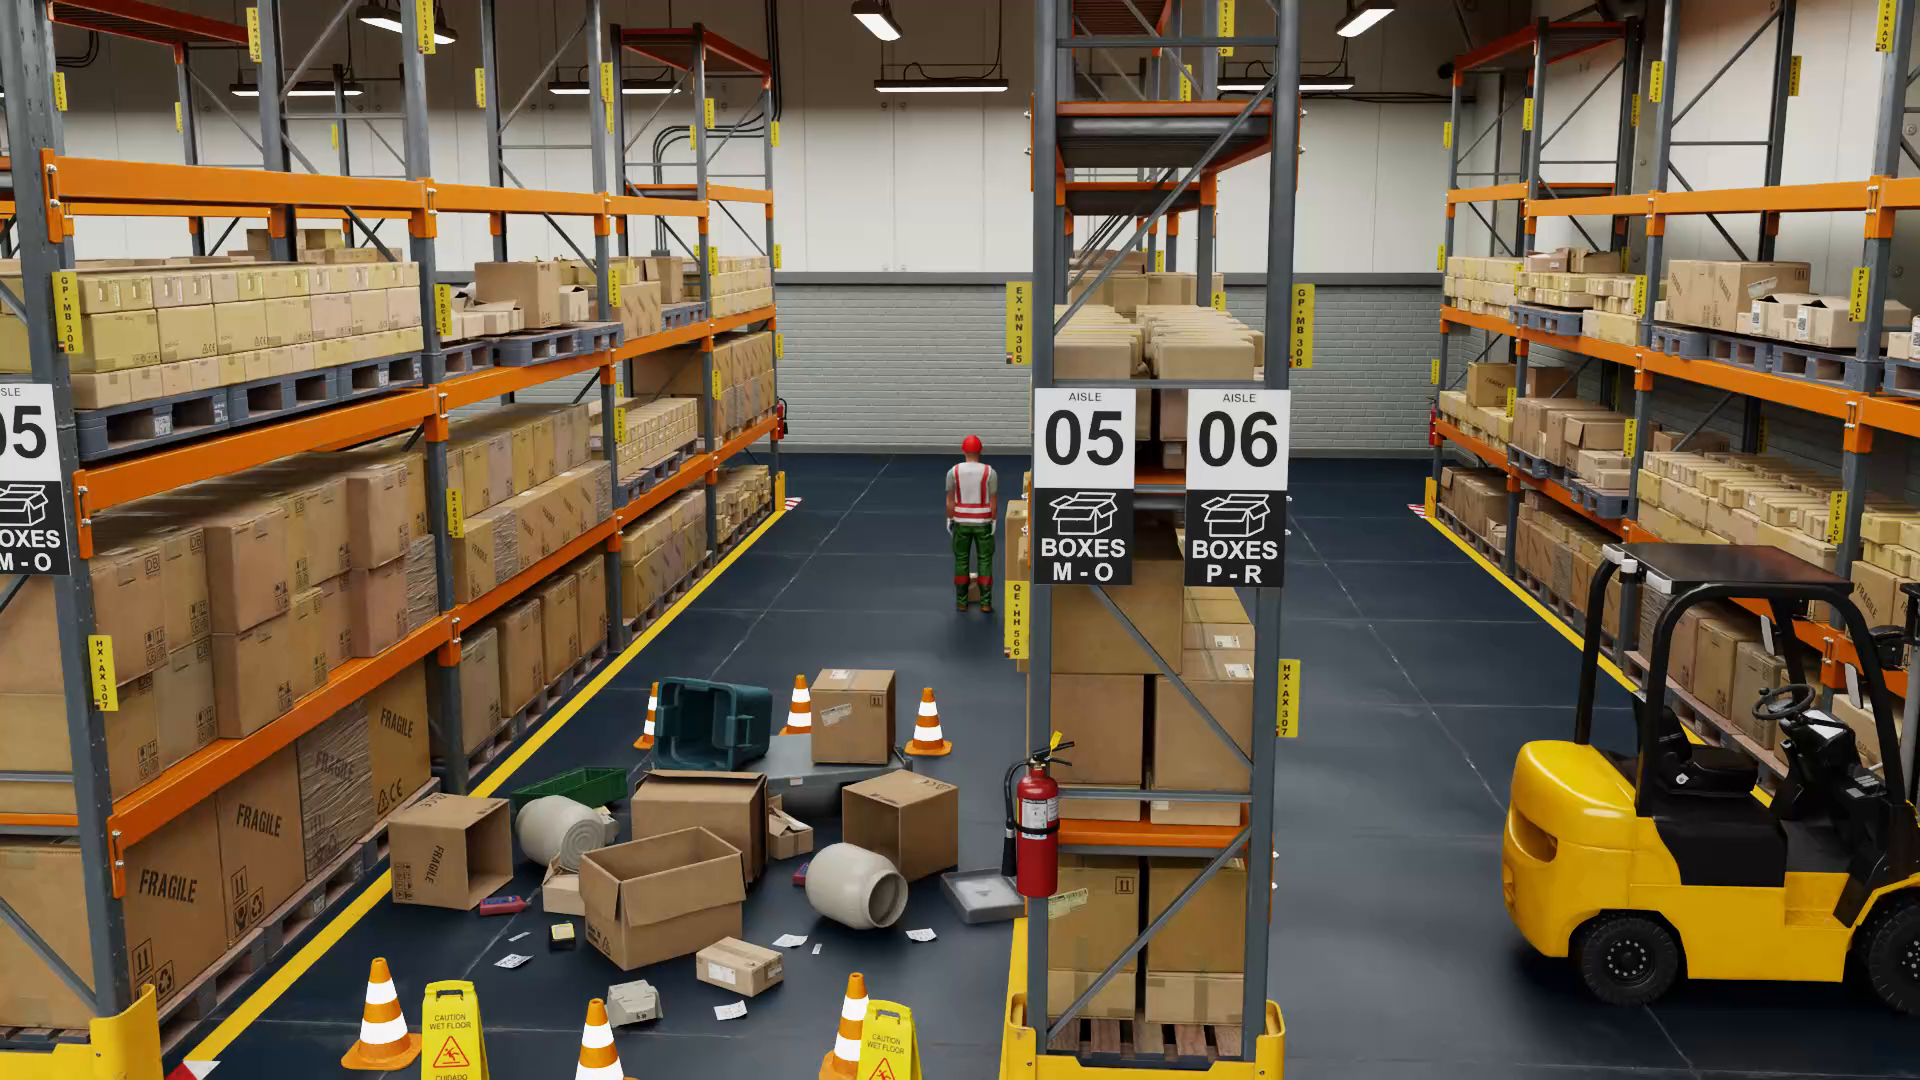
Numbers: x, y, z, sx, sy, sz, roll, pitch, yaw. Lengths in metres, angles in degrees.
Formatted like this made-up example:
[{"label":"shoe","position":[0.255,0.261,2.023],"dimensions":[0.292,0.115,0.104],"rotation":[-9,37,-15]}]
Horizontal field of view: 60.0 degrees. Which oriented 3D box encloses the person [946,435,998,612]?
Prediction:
[{"label":"person","position":[0.124,-0.167,16.790],"dimensions":[0.524,1.797,0.342],"rotation":[1,11,5]}]
